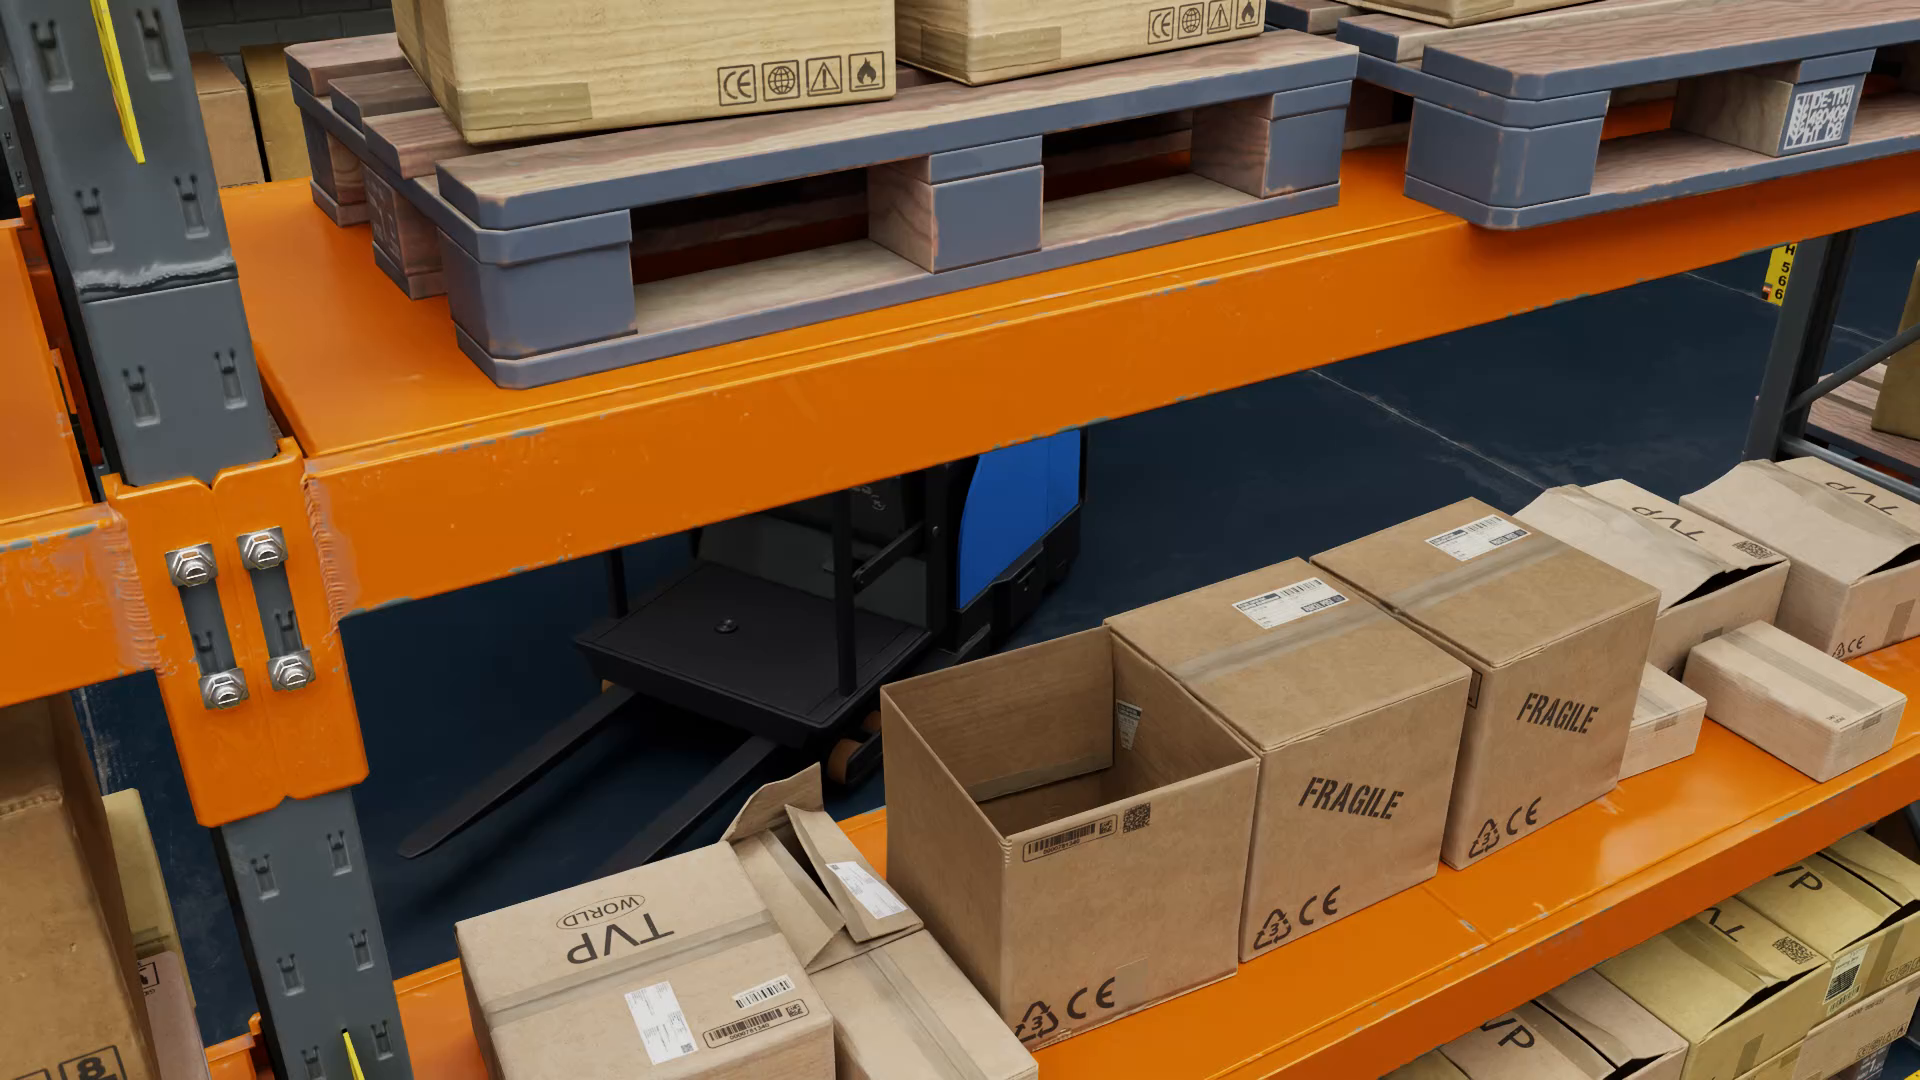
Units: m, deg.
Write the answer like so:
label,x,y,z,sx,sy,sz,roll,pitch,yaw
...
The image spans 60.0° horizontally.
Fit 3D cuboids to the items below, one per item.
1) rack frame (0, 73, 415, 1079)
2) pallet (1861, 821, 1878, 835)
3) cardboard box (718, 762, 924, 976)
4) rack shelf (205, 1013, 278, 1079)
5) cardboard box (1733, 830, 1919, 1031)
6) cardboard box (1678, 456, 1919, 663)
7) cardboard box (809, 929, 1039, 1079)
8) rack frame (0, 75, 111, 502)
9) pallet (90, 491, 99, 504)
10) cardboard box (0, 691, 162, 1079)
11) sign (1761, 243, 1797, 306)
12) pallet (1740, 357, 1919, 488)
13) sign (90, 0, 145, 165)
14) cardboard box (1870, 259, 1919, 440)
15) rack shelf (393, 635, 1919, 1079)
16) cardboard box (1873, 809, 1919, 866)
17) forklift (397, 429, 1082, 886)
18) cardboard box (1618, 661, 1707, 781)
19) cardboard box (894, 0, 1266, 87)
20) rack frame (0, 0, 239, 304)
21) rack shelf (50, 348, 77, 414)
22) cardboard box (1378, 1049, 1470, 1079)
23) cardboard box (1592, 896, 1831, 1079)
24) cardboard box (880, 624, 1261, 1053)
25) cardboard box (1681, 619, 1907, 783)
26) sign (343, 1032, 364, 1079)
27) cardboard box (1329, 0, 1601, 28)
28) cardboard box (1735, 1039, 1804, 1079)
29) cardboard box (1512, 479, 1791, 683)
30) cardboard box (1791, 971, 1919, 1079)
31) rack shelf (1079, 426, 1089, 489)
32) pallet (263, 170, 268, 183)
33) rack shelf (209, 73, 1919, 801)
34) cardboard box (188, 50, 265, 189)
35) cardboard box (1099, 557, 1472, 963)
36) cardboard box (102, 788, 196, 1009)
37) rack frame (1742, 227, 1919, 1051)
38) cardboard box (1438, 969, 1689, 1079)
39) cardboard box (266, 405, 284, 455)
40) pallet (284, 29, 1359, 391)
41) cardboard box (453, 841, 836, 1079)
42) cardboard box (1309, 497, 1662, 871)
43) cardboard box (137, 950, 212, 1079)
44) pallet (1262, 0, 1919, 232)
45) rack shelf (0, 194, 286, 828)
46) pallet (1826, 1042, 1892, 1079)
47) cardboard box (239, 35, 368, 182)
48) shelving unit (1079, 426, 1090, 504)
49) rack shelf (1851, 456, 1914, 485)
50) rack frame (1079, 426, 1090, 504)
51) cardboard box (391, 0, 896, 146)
label,x,y,z,sx,sy,sz,roll,pitch,yaw
rack frame,-0.940,0.891,2.532,0.127,3.000,1.000,-16,33,-26
pallet,3.172,0.965,5.282,1.213,0.211,1.003,-16,33,-26
cardboard box,-0.275,0.658,3.093,0.258,0.266,0.396,-17,33,-28
rack shelf,-2.664,1.695,1.818,4.000,0.370,1.077,-16,33,-26
cardboard box,2.182,0.917,4.315,0.500,0.311,0.500,-15,32,-25
cardboard box,2.173,0.021,4.199,0.500,0.311,0.500,-14,32,-23
cardboard box,-0.072,0.869,2.831,0.250,0.149,0.380,-16,33,-26
rack frame,-3.453,-1.172,6.269,0.127,3.000,1.000,-16,33,-26
pallet,-4.014,0.228,6.619,1.213,0.211,1.003,-16,33,-26
cardboard box,-1.319,0.390,1.992,0.500,0.500,0.700,-16,33,-26
sign,2.226,-0.785,4.451,0.005,0.325,0.100,-16,33,-26
pallet,3.058,-0.200,4.706,1.003,0.211,1.213,-16,33,-26
sign,-0.657,-0.453,1.245,0.005,0.325,0.100,-16,33,-26
cardboard box,2.995,-0.517,4.545,0.700,0.500,0.500,22,36,34
rack shelf,0.785,0.716,3.593,4.000,0.370,1.077,-16,33,-26
cardboard box,3.046,0.821,4.790,0.500,0.500,0.500,-14,32,-24
forklift,-0.670,-0.687,5.462,1.130,2.935,3.031,16,33,26
cardboard box,1.438,0.357,3.758,0.250,0.149,0.380,-13,32,-23
cardboard box,0.069,-0.823,2.253,0.500,0.250,0.500,-19,34,-31
rack frame,-0.940,-1.736,1.082,0.127,3.000,1.000,-16,33,-26
rack shelf,-5.177,-0.368,5.556,4.000,0.370,1.077,-16,33,-26
cardboard box,0.868,1.291,3.637,0.500,0.311,0.500,-15,32,-25
cardboard box,1.737,1.047,4.080,0.500,0.311,0.500,-16,33,-27
cardboard box,0.185,0.537,3.070,0.500,0.500,0.500,-13,32,-23
cardboard box,1.874,0.357,3.759,0.250,0.149,0.380,-16,33,-26
sign,-0.657,0.708,1.885,0.005,0.325,0.100,-16,33,-26
cardboard box,0.740,-0.983,2.544,0.500,0.250,0.500,-19,34,-30
cardboard box,1.736,1.290,4.220,0.500,0.250,0.500,-16,33,-27
cardboard box,1.640,0.089,4.077,0.500,0.311,0.500,-16,33,-27
cardboard box,2.179,1.162,4.451,0.500,0.250,0.500,-15,32,-25
rack shelf,0.255,-0.466,7.397,0.480,0.518,0.431,-21,35,-32
pallet,-2.720,-1.215,6.545,1.213,0.211,1.003,-16,33,-26
rack shelf,0.785,-0.597,2.868,4.000,0.370,1.077,-16,33,-26
cardboard box,-2.996,-1.519,6.339,0.500,0.500,0.700,-16,33,-26
cardboard box,0.617,0.414,3.292,0.500,0.500,0.500,-16,33,-26
cardboard box,-1.269,0.548,2.378,0.250,0.149,0.380,-16,33,-26
rack frame,2.509,-0.089,4.306,0.127,3.000,1.000,-16,33,-26
cardboard box,1.301,1.169,3.858,0.500,0.311,0.500,-16,33,-27
cardboard box,-2.826,-0.457,7.106,0.500,0.500,0.700,-15,32,-25
pallet,-0.186,-0.560,2.254,1.217,0.209,0.805,-17,33,-28
cardboard box,-0.537,0.818,2.819,0.500,0.250,0.500,-14,32,-23
cardboard box,1.071,0.285,3.525,0.500,0.500,0.500,-18,34,-29
cardboard box,-1.066,0.719,2.068,0.250,0.149,0.380,-16,33,-26
pallet,1.007,-0.841,2.760,1.213,0.211,1.003,-14,32,-24
rack shelf,-2.664,0.382,1.094,4.000,0.370,1.077,-16,33,-26
pallet,1.779,1.318,4.644,1.213,0.211,1.003,-16,33,-26
cardboard box,-2.511,-1.653,6.581,0.500,0.500,0.700,-12,31,-21
shelving unit,0.255,-1.090,7.053,0.503,2.100,0.431,-21,35,-32
rack shelf,4.233,-0.263,5.367,4.000,0.370,1.077,-16,33,-26
rack frame,0.448,-1.163,7.183,0.015,2.100,0.400,-21,35,-32
cardboard box,-0.404,-0.688,2.008,0.500,0.250,0.500,-12,31,-21
